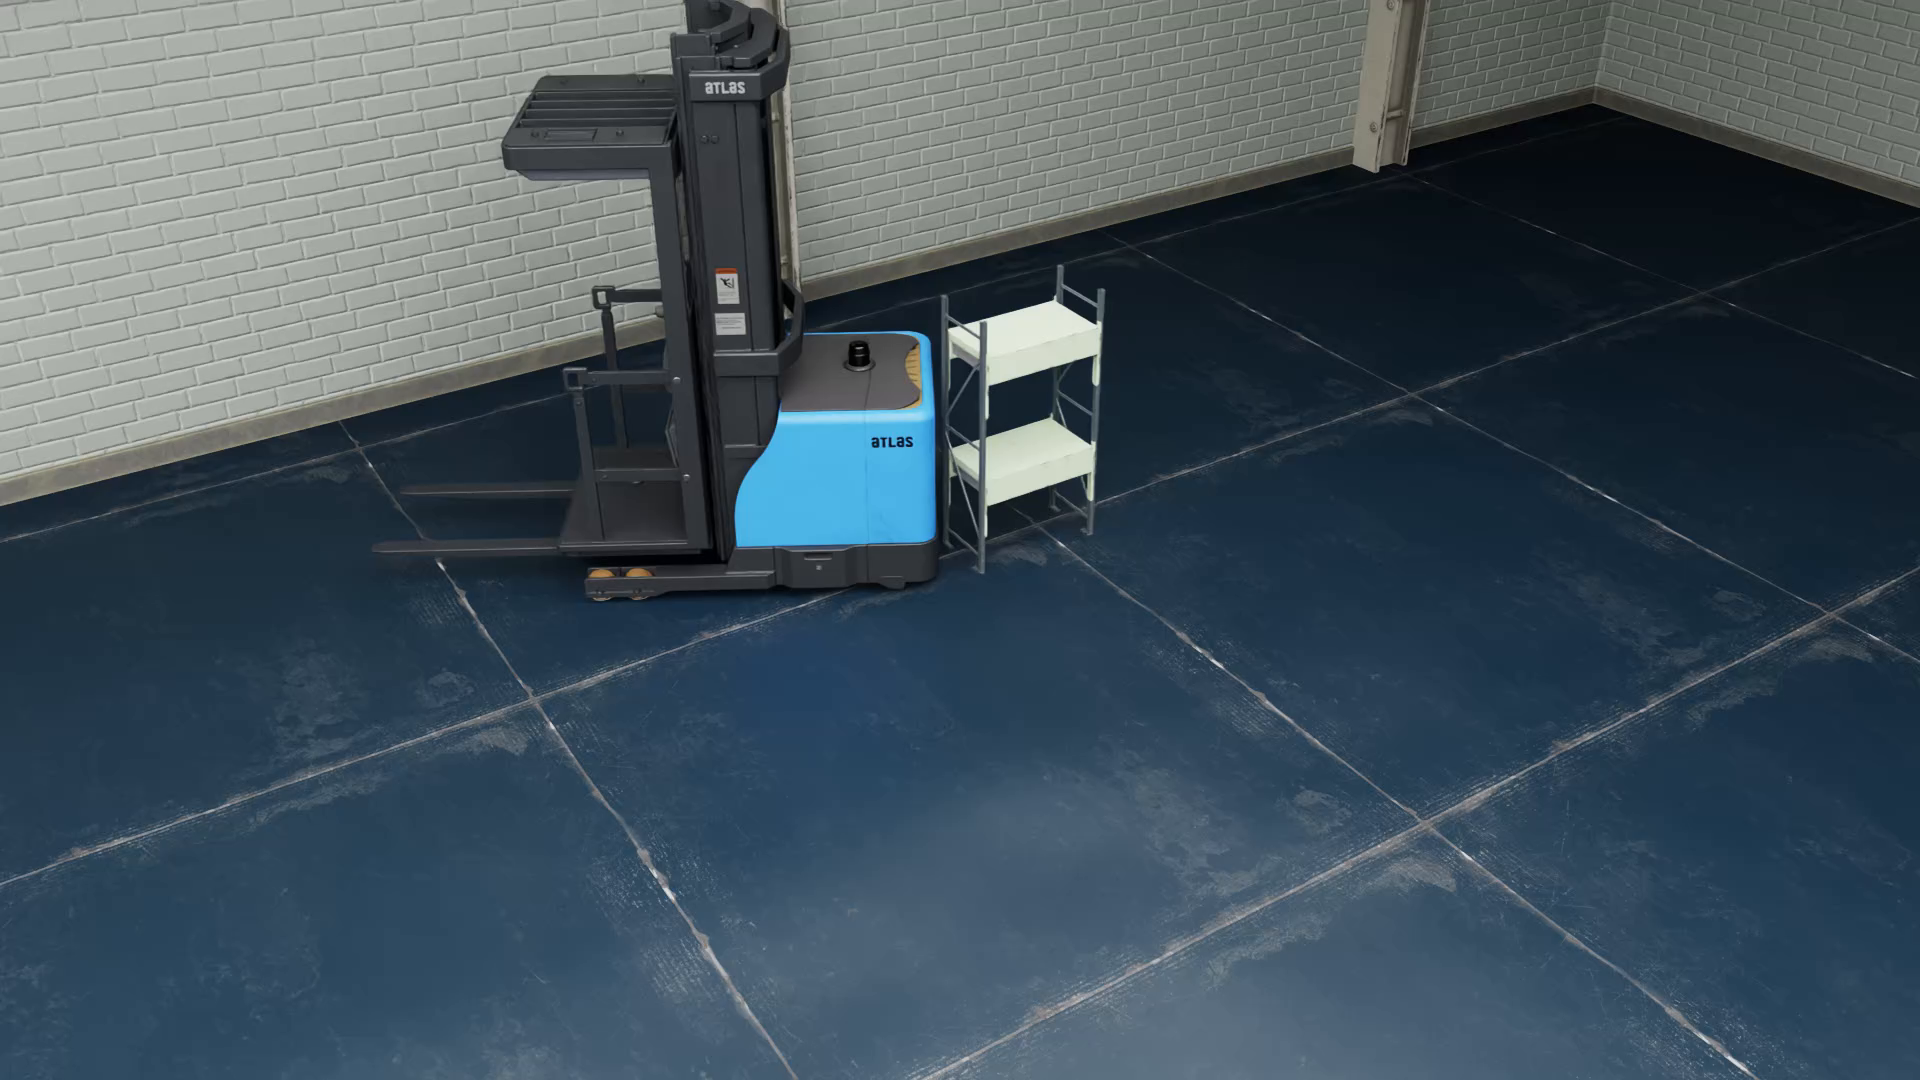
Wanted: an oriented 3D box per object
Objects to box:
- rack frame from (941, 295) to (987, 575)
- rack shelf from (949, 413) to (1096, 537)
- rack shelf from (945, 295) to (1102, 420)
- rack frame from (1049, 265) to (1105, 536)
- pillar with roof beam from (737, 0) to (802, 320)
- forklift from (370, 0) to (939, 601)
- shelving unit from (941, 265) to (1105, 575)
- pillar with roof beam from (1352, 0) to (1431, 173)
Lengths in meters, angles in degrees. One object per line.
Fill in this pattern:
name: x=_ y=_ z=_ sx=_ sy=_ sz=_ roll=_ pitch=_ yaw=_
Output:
rack frame: x=0.019 y=-0.537 z=8.817 sx=0.023 sy=1.500 sz=0.400 roll=-19 pitch=37 yaw=-27
rack shelf: x=0.327 y=-0.367 z=9.158 sx=0.720 sy=0.370 sz=0.431 roll=-19 pitch=37 yaw=-27
rack shelf: x=0.327 y=-0.972 z=8.776 sx=0.720 sy=0.370 sz=0.431 roll=-19 pitch=37 yaw=-27
rack frame: x=0.635 y=-0.748 z=9.151 sx=0.023 sy=1.500 sz=0.400 roll=-19 pitch=37 yaw=-27
pillar with roof beam: x=0.968 y=-3.451 z=6.408 sx=0.400 sy=9.000 sz=9.100 roll=-19 pitch=37 yaw=-27
forklift: x=-1.646 y=-1.204 z=8.533 sx=3.031 sy=2.935 sz=1.130 roll=-1 pitch=32 yaw=-2
shelving unit: x=0.327 y=-0.642 z=8.984 sx=0.755 sy=1.500 sz=0.431 roll=-19 pitch=37 yaw=-27
pillar with roof beam: x=6.011 y=-5.185 z=9.157 sx=0.400 sy=9.000 sz=9.100 roll=-19 pitch=37 yaw=-27
